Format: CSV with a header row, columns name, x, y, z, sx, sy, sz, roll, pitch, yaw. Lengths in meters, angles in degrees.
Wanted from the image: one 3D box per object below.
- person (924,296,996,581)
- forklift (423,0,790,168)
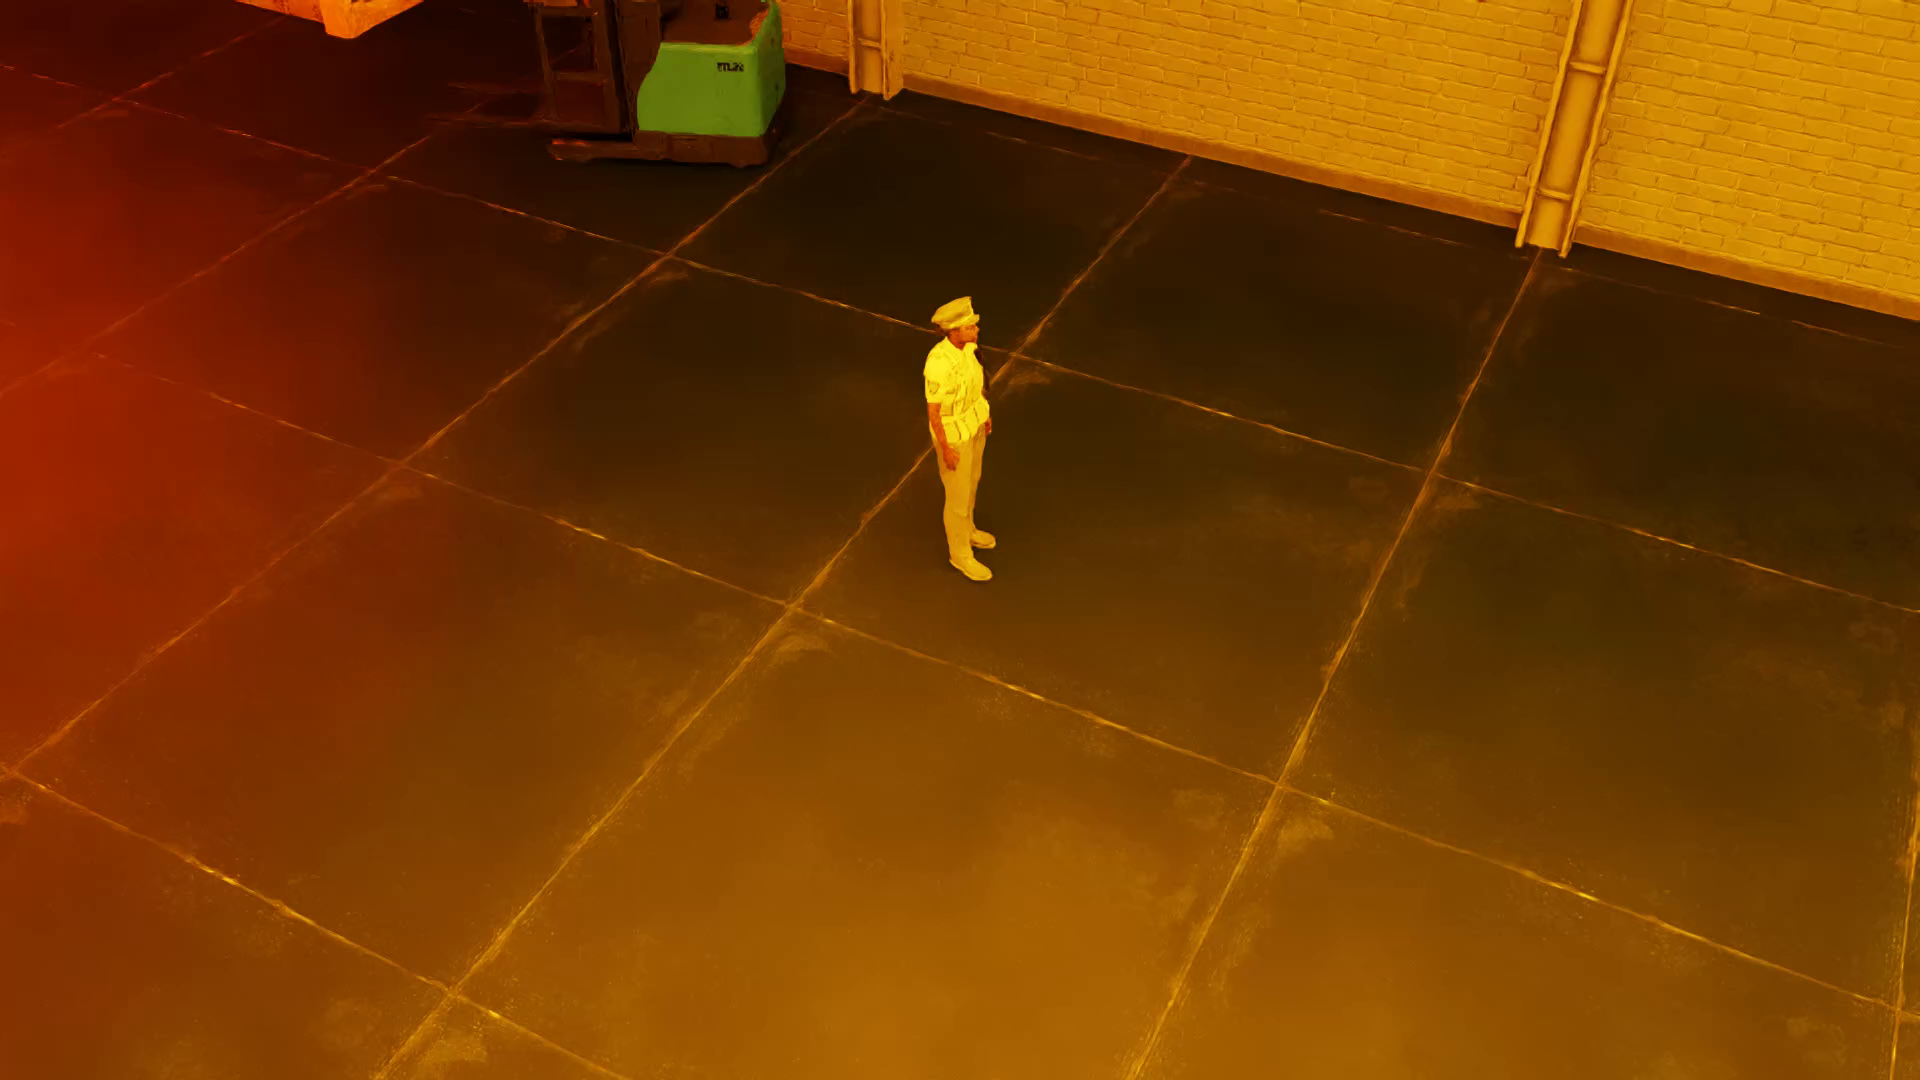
name,x,y,z,sx,sy,sz,roll,pitch,yaw
person,0.058,-0.620,9.671,0.529,1.695,0.570,18,43,21
forklift,-3.051,-4.655,13.514,3.031,2.935,1.130,5,40,6
